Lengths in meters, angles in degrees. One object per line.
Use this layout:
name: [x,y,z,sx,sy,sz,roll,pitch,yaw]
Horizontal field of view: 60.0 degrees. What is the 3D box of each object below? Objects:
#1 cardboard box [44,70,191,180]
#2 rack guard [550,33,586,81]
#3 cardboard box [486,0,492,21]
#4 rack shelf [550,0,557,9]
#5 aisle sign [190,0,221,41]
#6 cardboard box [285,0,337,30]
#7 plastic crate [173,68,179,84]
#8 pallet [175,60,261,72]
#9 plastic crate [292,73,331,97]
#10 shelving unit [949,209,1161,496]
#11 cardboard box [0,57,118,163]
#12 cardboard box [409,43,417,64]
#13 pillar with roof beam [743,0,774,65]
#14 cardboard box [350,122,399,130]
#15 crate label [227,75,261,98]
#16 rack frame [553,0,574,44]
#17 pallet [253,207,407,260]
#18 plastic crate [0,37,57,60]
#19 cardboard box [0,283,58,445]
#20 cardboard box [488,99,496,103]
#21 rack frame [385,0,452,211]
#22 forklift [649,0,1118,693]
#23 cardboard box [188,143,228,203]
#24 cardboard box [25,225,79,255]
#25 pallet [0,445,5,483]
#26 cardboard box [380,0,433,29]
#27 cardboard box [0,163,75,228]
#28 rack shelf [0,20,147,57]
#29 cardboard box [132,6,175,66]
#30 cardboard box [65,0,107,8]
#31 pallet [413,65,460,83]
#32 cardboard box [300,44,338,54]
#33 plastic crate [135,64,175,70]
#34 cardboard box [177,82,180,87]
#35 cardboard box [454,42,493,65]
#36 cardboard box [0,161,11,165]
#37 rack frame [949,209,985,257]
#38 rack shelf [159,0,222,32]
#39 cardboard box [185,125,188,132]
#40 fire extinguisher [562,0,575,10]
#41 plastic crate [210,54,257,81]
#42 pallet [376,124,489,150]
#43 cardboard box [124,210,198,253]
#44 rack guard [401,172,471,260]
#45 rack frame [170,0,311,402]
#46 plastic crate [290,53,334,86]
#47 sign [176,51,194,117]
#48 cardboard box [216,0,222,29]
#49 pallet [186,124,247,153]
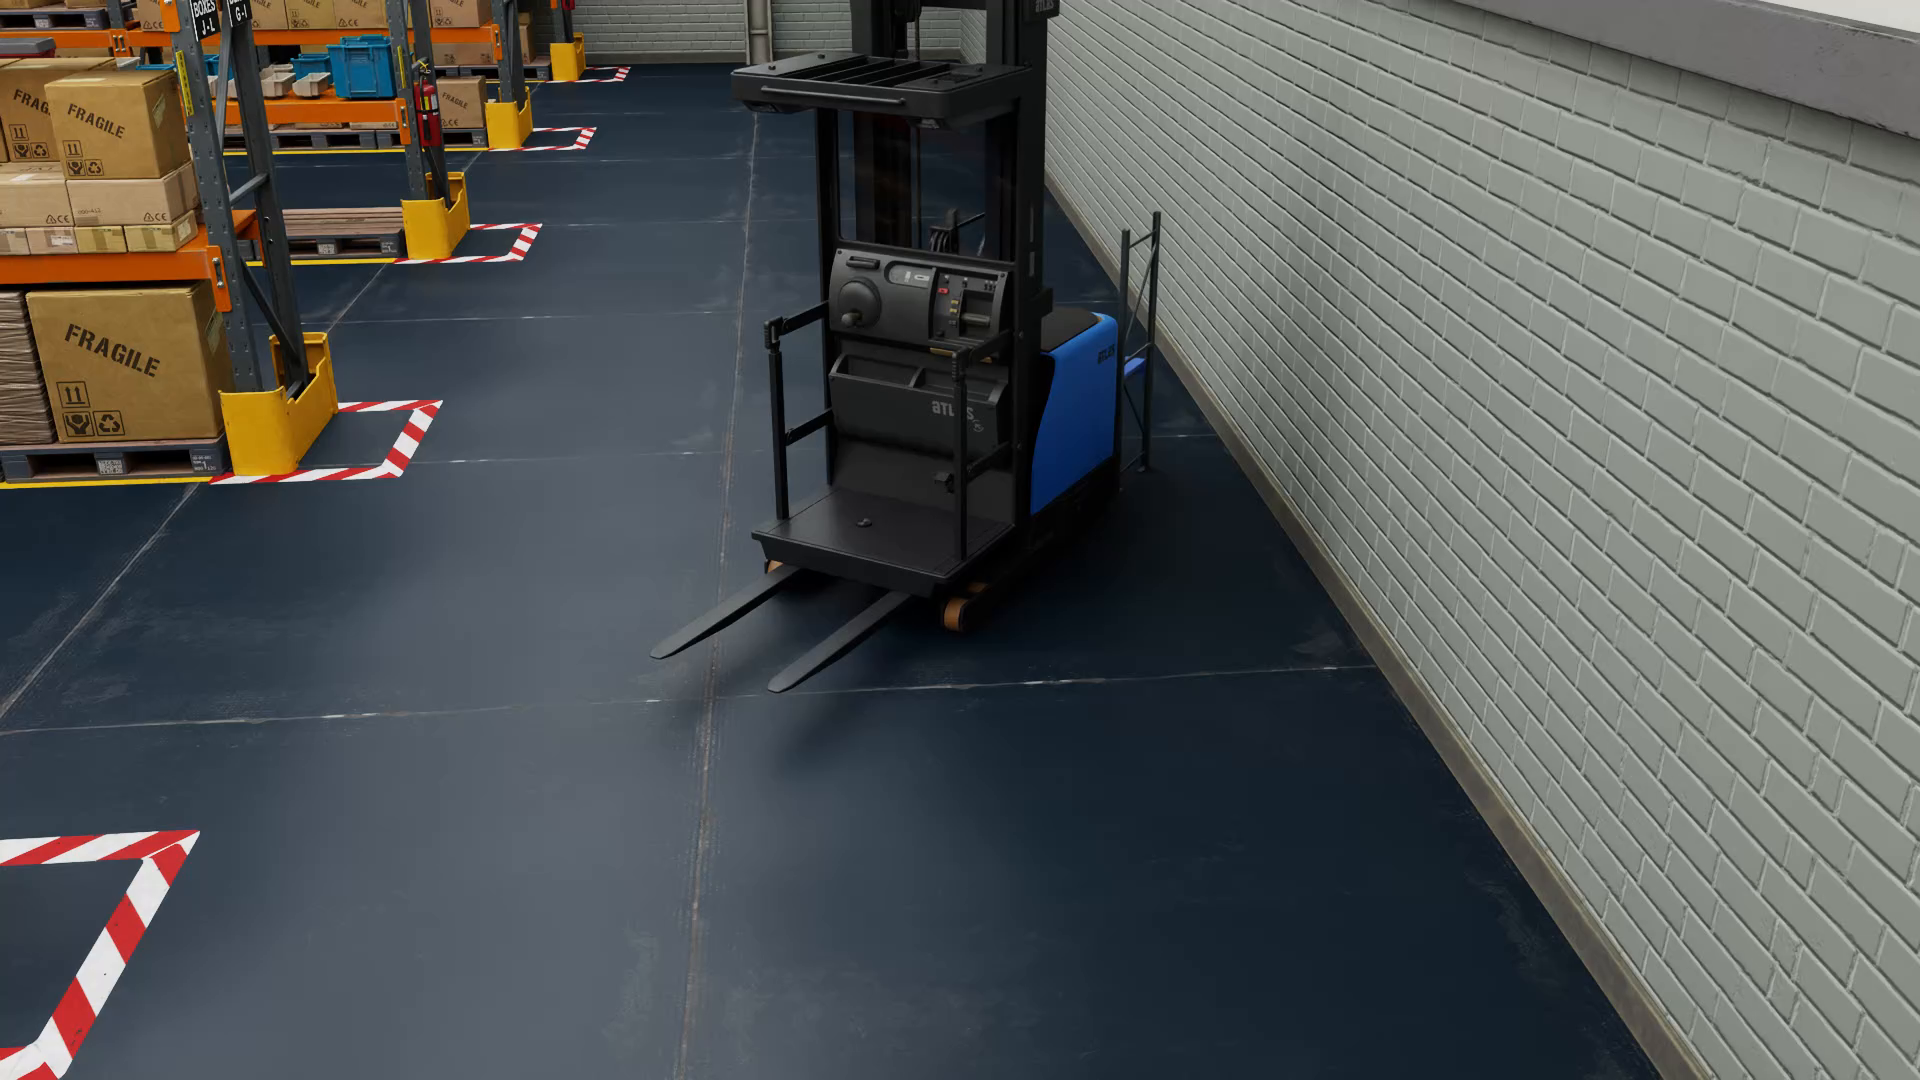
cardboard box: [-4.564,-2.261,9.039,0.500,0.500,0.500,-2,24,-4]
rack guard: [-5.542,-6.842,23.528,0.348,0.500,1.175,-2,24,-5]
cardboard box: [-5.543,-6.116,18.693,0.500,0.500,0.500,-2,24,-4]
rack shelf: [-7.556,-7.575,22.984,4.000,0.370,1.077,-2,24,-5]
aisle sign: [-4.004,-3.046,8.710,0.004,0.787,0.394,-2,24,-5]
cardboard box: [-7.009,-5.839,18.071,0.500,0.500,0.500,-3,24,-6]
plastic crate: [-6.869,-3.917,14.120,0.466,0.136,0.293,-2,24,-5]
pallet: [-10.307,-6.488,23.087,1.213,0.211,1.003,-2,24,-5]
plastic crate: [-5.386,-3.780,13.812,0.243,0.136,0.396,-2,24,-5]
shelving unit: [0.521,-1.118,9.418,1.048,1.500,0.538,12,26,24]
cardboard box: [-5.107,-2.457,9.480,0.500,0.500,0.500,-3,24,-6]
cardboard box: [-7.781,-6.900,23.141,0.500,0.500,0.700,-2,24,-4]
pillar with roof beam: [-2.541,-9.442,18.913,0.400,9.000,9.100,-2,24,-5]
cardboard box: [-6.541,-4.779,18.652,0.500,0.250,0.500,-2,24,-5]
crate label: [-5.951,-3.753,13.752,0.243,0.136,0.396,-2,24,-5]
rack frame: [-5.566,-7.983,23.018,0.127,3.000,1.000,-2,24,-5]
pallet: [-5.417,-2.687,14.536,1.213,0.211,1.003,-2,24,-5]
plastic crate: [-7.660,-3.810,13.476,0.583,0.464,0.402,-2,24,-5]
cardboard box: [-5.640,-1.104,9.639,0.875,0.875,0.875,-2,24,-5]
cardboard box: [-5.526,-5.002,19.278,0.250,0.149,0.380,-2,24,-5]
rack frame: [-4.592,-3.979,14.008,0.127,3.000,1.000,-2,24,-5]
forklift: [-0.304,-1.116,7.652,1.130,2.935,3.031,13,27,26]
cardboard box: [-4.610,-2.134,9.677,0.500,0.250,0.500,-3,24,-7]
cardboard box: [-4.937,-1.694,9.177,0.250,0.149,0.380,-2,24,-5]
pallet: [-6.105,-0.592,9.821,1.213,0.211,1.003,-2,24,-5]
cardboard box: [-6.010,-5.877,18.155,0.500,0.500,0.500,-2,24,-5]
cardboard box: [-5.066,-1.898,9.145,0.500,0.250,0.500,-3,24,-6]
rack shelf: [-11.046,-5.413,18.121,4.000,0.370,1.077,-2,24,-5]
cardboard box: [-11.065,-6.918,22.751,0.750,0.750,0.750,-2,24,-4]
cardboard box: [-9.549,-6.130,18.209,0.500,0.500,0.700,-11,26,-23]
pallet: [-7.565,-6.598,23.334,1.213,0.211,1.003,-2,24,-5]
cardboard box: [-8.792,-6.862,23.055,0.500,0.500,0.700,-2,24,-4]
plastic crate: [-6.611,-3.744,13.613,0.300,0.233,0.416,-2,24,-5]
cardboard box: [-8.517,-5.018,18.882,0.500,0.500,0.500,-2,24,-5]
cardboard box: [-6.751,-6.944,23.241,0.500,0.500,0.700,-2,24,-5]
cardboard box: [-5.627,-2.092,9.582,0.500,0.250,0.500,-3,24,-7]
rack frame: [0.067,-1.211,9.628,0.032,1.500,0.500,12,26,24]
rack shelf: [-6.096,-2.939,8.862,4.000,0.370,1.077,-2,24,-5]
cardboard box: [-8.617,-4.723,18.452,0.500,0.311,0.500,-2,24,-5]
fire extinguisher: [-5.370,-7.597,22.703,0.183,0.674,0.296,-2,24,-5]
plastic crate: [-6.181,-4.000,14.189,0.300,0.233,0.416,-2,24,-5]
pallet: [-5.944,-4.671,19.000,1.213,0.211,1.003,-2,24,-5]
cardboard box: [-4.427,-1.715,9.224,0.250,0.149,0.380,-2,24,-4]
rack guard: [-4.570,-2.843,14.530,0.348,0.500,1.175,-2,24,-5]
rack frame: [-4.105,-1.977,9.504,0.127,3.000,1.000,-2,24,-5]
plastic crate: [-5.525,-4.027,14.248,0.300,0.233,0.416,-2,24,-5]
sign: [-4.066,-2.394,8.726,0.005,0.325,0.100,-2,24,-5]
cardboard box: [-8.013,-5.799,17.981,0.500,0.500,0.500,-2,24,-4]
pallet: [-8.372,-4.574,18.781,1.213,0.211,1.003,-2,24,-5]
